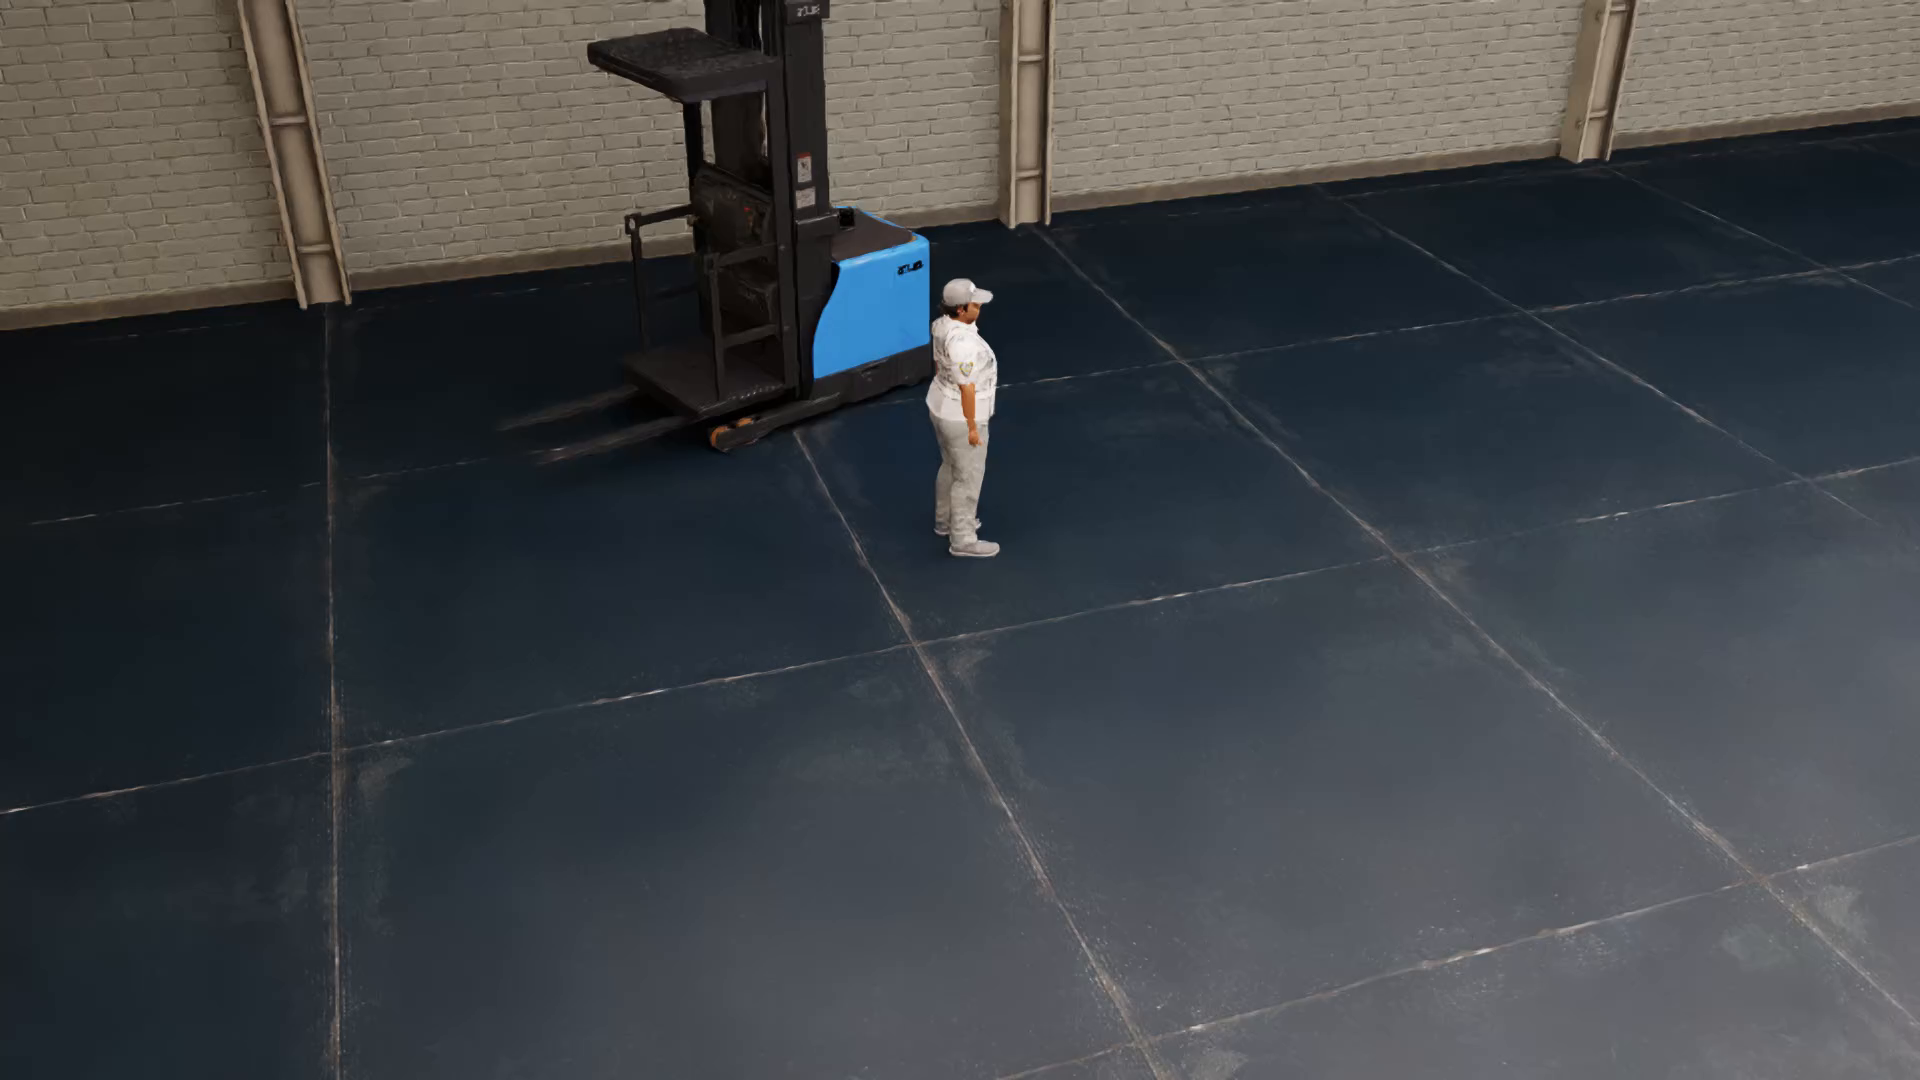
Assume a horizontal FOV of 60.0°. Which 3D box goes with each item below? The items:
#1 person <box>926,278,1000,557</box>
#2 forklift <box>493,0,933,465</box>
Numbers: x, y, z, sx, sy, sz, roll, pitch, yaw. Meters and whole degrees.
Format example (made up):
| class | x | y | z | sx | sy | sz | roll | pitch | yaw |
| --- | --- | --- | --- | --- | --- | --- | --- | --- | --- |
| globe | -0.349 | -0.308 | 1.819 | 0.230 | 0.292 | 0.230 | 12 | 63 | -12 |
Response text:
| class | x | y | z | sx | sy | sz | roll | pitch | yaw |
| --- | --- | --- | --- | --- | --- | --- | --- | --- | --- |
| person | 0.018 | -0.719 | 9.611 | 0.390 | 1.669 | 0.482 | -10 | 31 | -16 |
| forklift | -1.663 | -2.154 | 10.831 | 3.031 | 2.935 | 1.130 | -22 | 36 | -33 |
